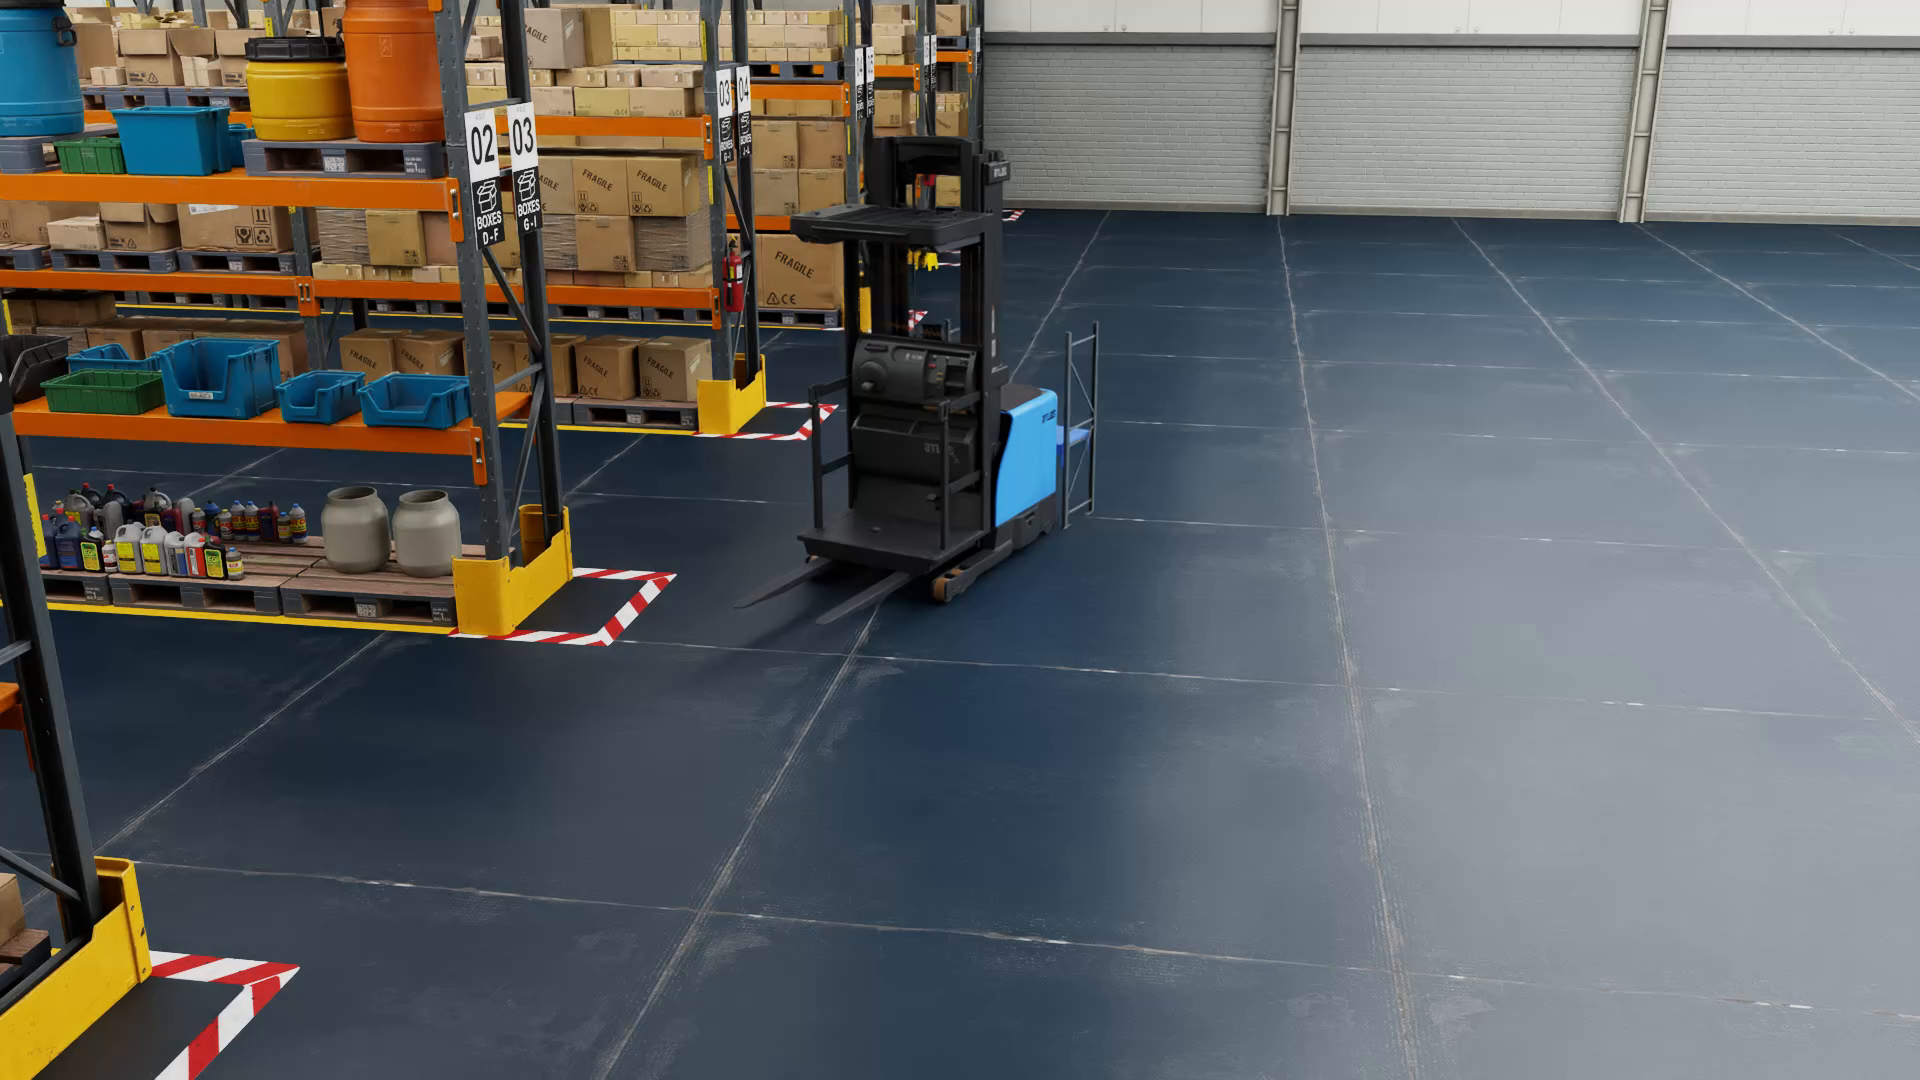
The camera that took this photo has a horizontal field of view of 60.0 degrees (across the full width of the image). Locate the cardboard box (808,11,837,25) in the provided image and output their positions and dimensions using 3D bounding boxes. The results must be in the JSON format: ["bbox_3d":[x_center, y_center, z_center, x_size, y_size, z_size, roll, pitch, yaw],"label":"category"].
[{"bbox_3d":[-1.565,-5.954,18.962,0.250,0.149,0.380,3,19,9],"label":"cardboard box"}]

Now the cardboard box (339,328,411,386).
[{"bbox_3d":[-5.626,-1.749,16.080,0.500,0.500,0.500,2,19,7],"label":"cardboard box"}]

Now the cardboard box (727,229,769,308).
[{"bbox_3d":[-2.728,-3.364,20.316,0.875,0.875,0.875,3,19,8],"label":"cardboard box"}]

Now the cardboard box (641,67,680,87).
[{"bbox_3d":[-2.628,-4.073,14.629,0.250,0.149,0.380,2,19,7],"label":"cardboard box"}]

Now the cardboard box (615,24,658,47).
[{"bbox_3d":[-3.693,-5.893,19.409,0.500,0.250,0.500,3,19,8],"label":"cardboard box"}]

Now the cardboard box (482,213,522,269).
[{"bbox_3d":[-4.096,-2.846,15.456,0.500,0.500,0.875,3,19,9],"label":"cardboard box"}]

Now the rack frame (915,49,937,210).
[{"bbox_3d":[-0.494,-5.671,24.525,0.127,3.000,1.000,3,19,9],"label":"rack frame"}]

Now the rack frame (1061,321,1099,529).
[{"bbox_3d":[0.905,-0.865,12.524,0.032,1.500,0.500,10,21,28],"label":"rack frame"}]

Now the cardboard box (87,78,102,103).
[{"bbox_3d":[-8.469,-4.326,16.015,0.500,0.250,0.500,3,19,10],"label":"cardboard box"}]

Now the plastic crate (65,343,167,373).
[{"bbox_3d":[-5.665,-1.175,11.321,0.616,0.251,0.499,3,19,9],"label":"plastic crate"}]

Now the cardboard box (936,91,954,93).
[{"bbox_3d":[-0.260,-7.839,29.356,0.250,0.149,0.380,4,19,11],"label":"cardboard box"}]

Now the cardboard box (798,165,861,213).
[{"bbox_3d":[-1.553,-4.191,19.864,0.550,0.550,0.875,3,19,9],"label":"cardboard box"}]

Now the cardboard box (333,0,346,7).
[{"bbox_3d":[-11.245,-9.724,30.364,0.258,0.266,0.396,3,19,8],"label":"cardboard box"}]

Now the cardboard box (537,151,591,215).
[{"bbox_3d":[-3.636,-3.229,15.023,0.500,0.500,0.500,3,19,9],"label":"cardboard box"}]

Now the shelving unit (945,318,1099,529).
[{"bbox_3d":[0.465,-0.946,12.766,1.048,1.500,0.538,10,21,28],"label":"shelving unit"}]

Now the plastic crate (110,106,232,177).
[{"bbox_3d":[-4.782,-2.431,10.140,0.575,0.384,0.392,3,19,9],"label":"plastic crate"}]

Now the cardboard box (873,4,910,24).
[{"bbox_3d":[-1.181,-8.972,28.685,0.500,0.500,0.700,3,19,9],"label":"cardboard box"}]

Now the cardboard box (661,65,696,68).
[{"bbox_3d":[-2.541,-4.236,15.118,0.250,0.149,0.380,3,19,10],"label":"cardboard box"}]

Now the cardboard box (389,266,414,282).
[{"bbox_3d":[-5.106,-2.513,15.483,0.250,0.149,0.380,3,19,9],"label":"cardboard box"}]

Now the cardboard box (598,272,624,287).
[{"bbox_3d":[-3.126,-2.423,15.215,0.250,0.149,0.380,3,19,9],"label":"cardboard box"}]

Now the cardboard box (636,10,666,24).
[{"bbox_3d":[-3.566,-6.056,19.268,0.250,0.149,0.380,3,19,9],"label":"cardboard box"}]

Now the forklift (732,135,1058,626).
[{"bbox_3d":[-0.412,-1.137,11.082,1.130,2.935,3.031,10,21,27],"label":"forklift"}]

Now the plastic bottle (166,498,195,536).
[{"bbox_3d":[-5.451,-0.155,11.640,0.135,0.276,0.152,3,19,10],"label":"plastic bottle"}]

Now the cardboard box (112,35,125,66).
[{"bbox_3d":[-10.178,-5.958,20.497,0.500,0.500,0.500,3,19,9],"label":"cardboard box"}]

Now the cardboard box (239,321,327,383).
[{"bbox_3d":[-6.618,-1.828,16.287,0.500,0.500,0.700,1,19,4],"label":"cardboard box"}]

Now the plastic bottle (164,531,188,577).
[{"bbox_3d":[-5.115,0.085,10.921,0.135,0.276,0.152,2,19,7],"label":"plastic bottle"}]

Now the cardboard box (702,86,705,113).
[{"bbox_3d":[-2.500,-4.023,15.108,0.500,0.250,0.500,3,19,10],"label":"cardboard box"}]

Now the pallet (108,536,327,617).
[{"bbox_3d":[-4.936,0.214,11.331,1.213,0.211,1.003,3,19,9],"label":"pallet"}]

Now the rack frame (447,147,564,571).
[{"bbox_3d":[-2.851,-1.015,10.608,0.127,3.000,1.000,3,19,9],"label":"rack frame"}]

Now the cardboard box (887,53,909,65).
[{"bbox_3d":[-0.890,-6.905,23.880,0.250,0.149,0.380,3,19,9],"label":"cardboard box"}]

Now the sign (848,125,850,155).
[{"bbox_3d":[-1.279,-4.607,19.147,0.005,0.325,0.100,3,19,9],"label":"sign"}]

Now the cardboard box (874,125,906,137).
[{"bbox_3d":[-1.073,-5.800,24.285,0.500,0.500,0.500,3,19,8],"label":"cardboard box"}]

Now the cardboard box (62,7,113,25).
[{"bbox_3d":[-13.678,-8.051,25.928,0.637,0.503,0.797,4,19,13],"label":"cardboard box"}]

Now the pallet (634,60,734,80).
[{"bbox_3d":[-3.121,-5.590,19.696,1.213,0.211,1.003,3,19,9],"label":"pallet"}]

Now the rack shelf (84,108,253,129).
[{"bbox_3d":[-7.990,-3.950,15.786,4.000,0.370,1.077,3,19,9],"label":"rack shelf"}]

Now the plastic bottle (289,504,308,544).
[{"bbox_3d":[-4.592,-0.118,11.536,0.097,0.271,0.097,0,18,0],"label":"plastic bottle"}]

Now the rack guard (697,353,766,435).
[{"bbox_3d":[-2.141,-1.385,15.654,0.348,0.500,1.175,3,19,9],"label":"rack guard"}]

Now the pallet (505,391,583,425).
[{"bbox_3d":[-4.138,-1.362,16.041,1.213,0.211,1.003,3,19,9],"label":"pallet"}]

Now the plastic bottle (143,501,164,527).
[{"bbox_3d":[-5.601,-0.135,11.567,0.133,0.283,0.061,3,19,9],"label":"plastic bottle"}]

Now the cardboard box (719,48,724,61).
[{"bbox_3d":[-2.815,-5.640,19.280,0.250,0.149,0.380,3,19,9],"label":"cardboard box"}]

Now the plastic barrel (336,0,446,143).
[{"bbox_3d":[-3.351,-2.825,9.952,0.708,0.830,0.600,3,19,9],"label":"plastic barrel"}]

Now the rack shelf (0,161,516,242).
[{"bbox_3d":[-4.826,-2.197,10.547,4.000,0.370,1.077,3,19,9],"label":"rack shelf"}]

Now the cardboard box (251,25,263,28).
[{"bbox_3d":[-12.589,-9.291,30.385,0.500,0.250,0.500,2,19,7],"label":"cardboard box"}]

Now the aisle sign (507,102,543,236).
[{"bbox_3d":[-2.734,-2.336,10.459,0.004,0.787,0.394,3,19,9],"label":"aisle sign"}]

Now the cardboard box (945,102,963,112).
[{"bbox_3d":[-0.097,-7.511,28.844,0.250,0.149,0.380,3,19,9],"label":"cardboard box"}]

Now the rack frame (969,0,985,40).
[{"bbox_3d":[0.290,-10.071,28.221,0.127,3.000,1.000,3,19,9],"label":"rack frame"}]

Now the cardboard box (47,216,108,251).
[{"bbox_3d":[-8.346,-2.941,15.939,0.500,0.250,0.500,2,19,7],"label":"cardboard box"}]

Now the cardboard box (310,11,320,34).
[{"bbox_3d":[-9.400,-7.733,25.141,0.500,0.500,0.700,2,19,6],"label":"cardboard box"}]

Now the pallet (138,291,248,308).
[{"bbox_3d":[-9.849,-3.235,21.639,1.213,0.211,1.003,3,19,9],"label":"pallet"}]
